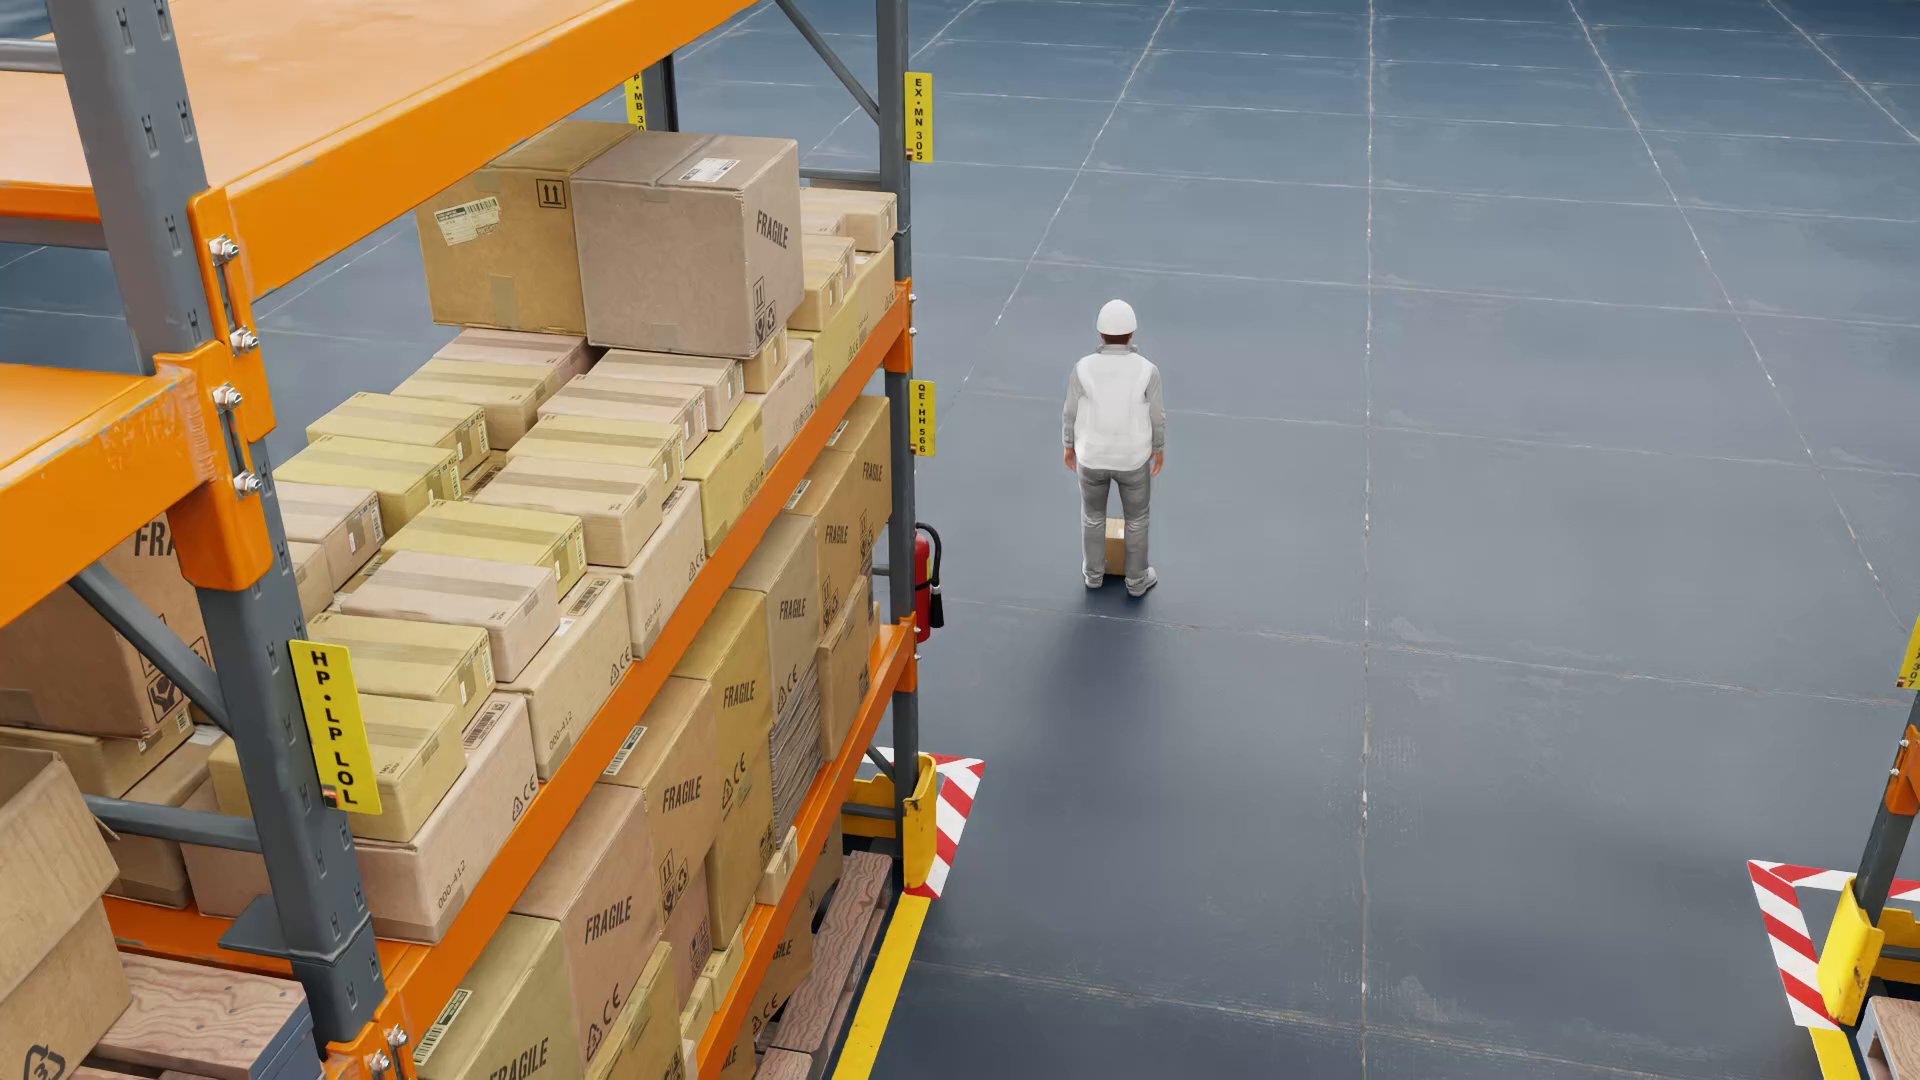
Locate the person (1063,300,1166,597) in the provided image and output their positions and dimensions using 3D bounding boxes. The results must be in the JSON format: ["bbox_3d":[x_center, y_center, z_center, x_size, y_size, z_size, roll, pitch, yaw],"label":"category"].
[{"bbox_3d":[0.879,-0.510,9.527,0.591,1.773,0.466,5,29,9],"label":"person"}]
